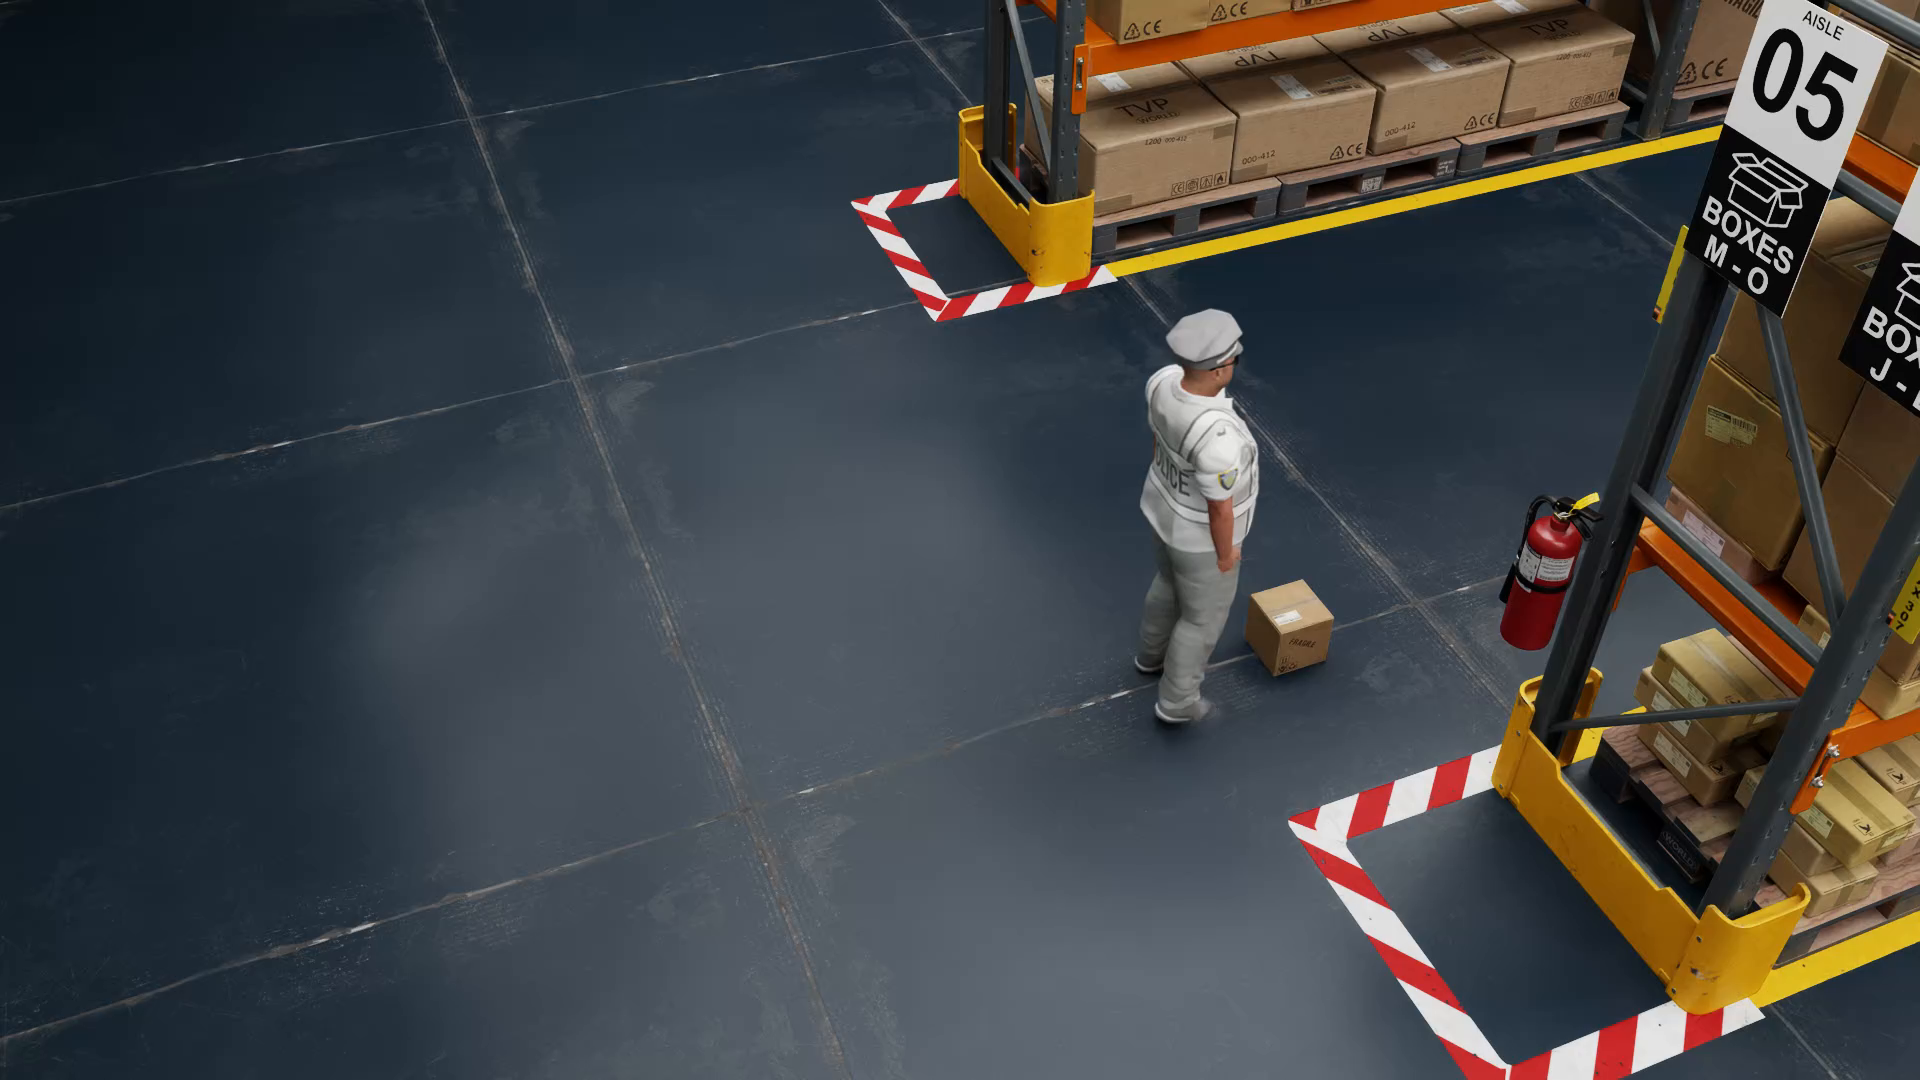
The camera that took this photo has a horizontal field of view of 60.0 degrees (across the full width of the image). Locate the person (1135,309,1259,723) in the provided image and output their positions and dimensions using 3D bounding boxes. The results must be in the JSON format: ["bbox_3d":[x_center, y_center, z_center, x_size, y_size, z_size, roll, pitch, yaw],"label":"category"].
[{"bbox_3d":[0.890,-0.071,6.266,0.390,1.815,0.530,-14,43,-16],"label":"person"}]
